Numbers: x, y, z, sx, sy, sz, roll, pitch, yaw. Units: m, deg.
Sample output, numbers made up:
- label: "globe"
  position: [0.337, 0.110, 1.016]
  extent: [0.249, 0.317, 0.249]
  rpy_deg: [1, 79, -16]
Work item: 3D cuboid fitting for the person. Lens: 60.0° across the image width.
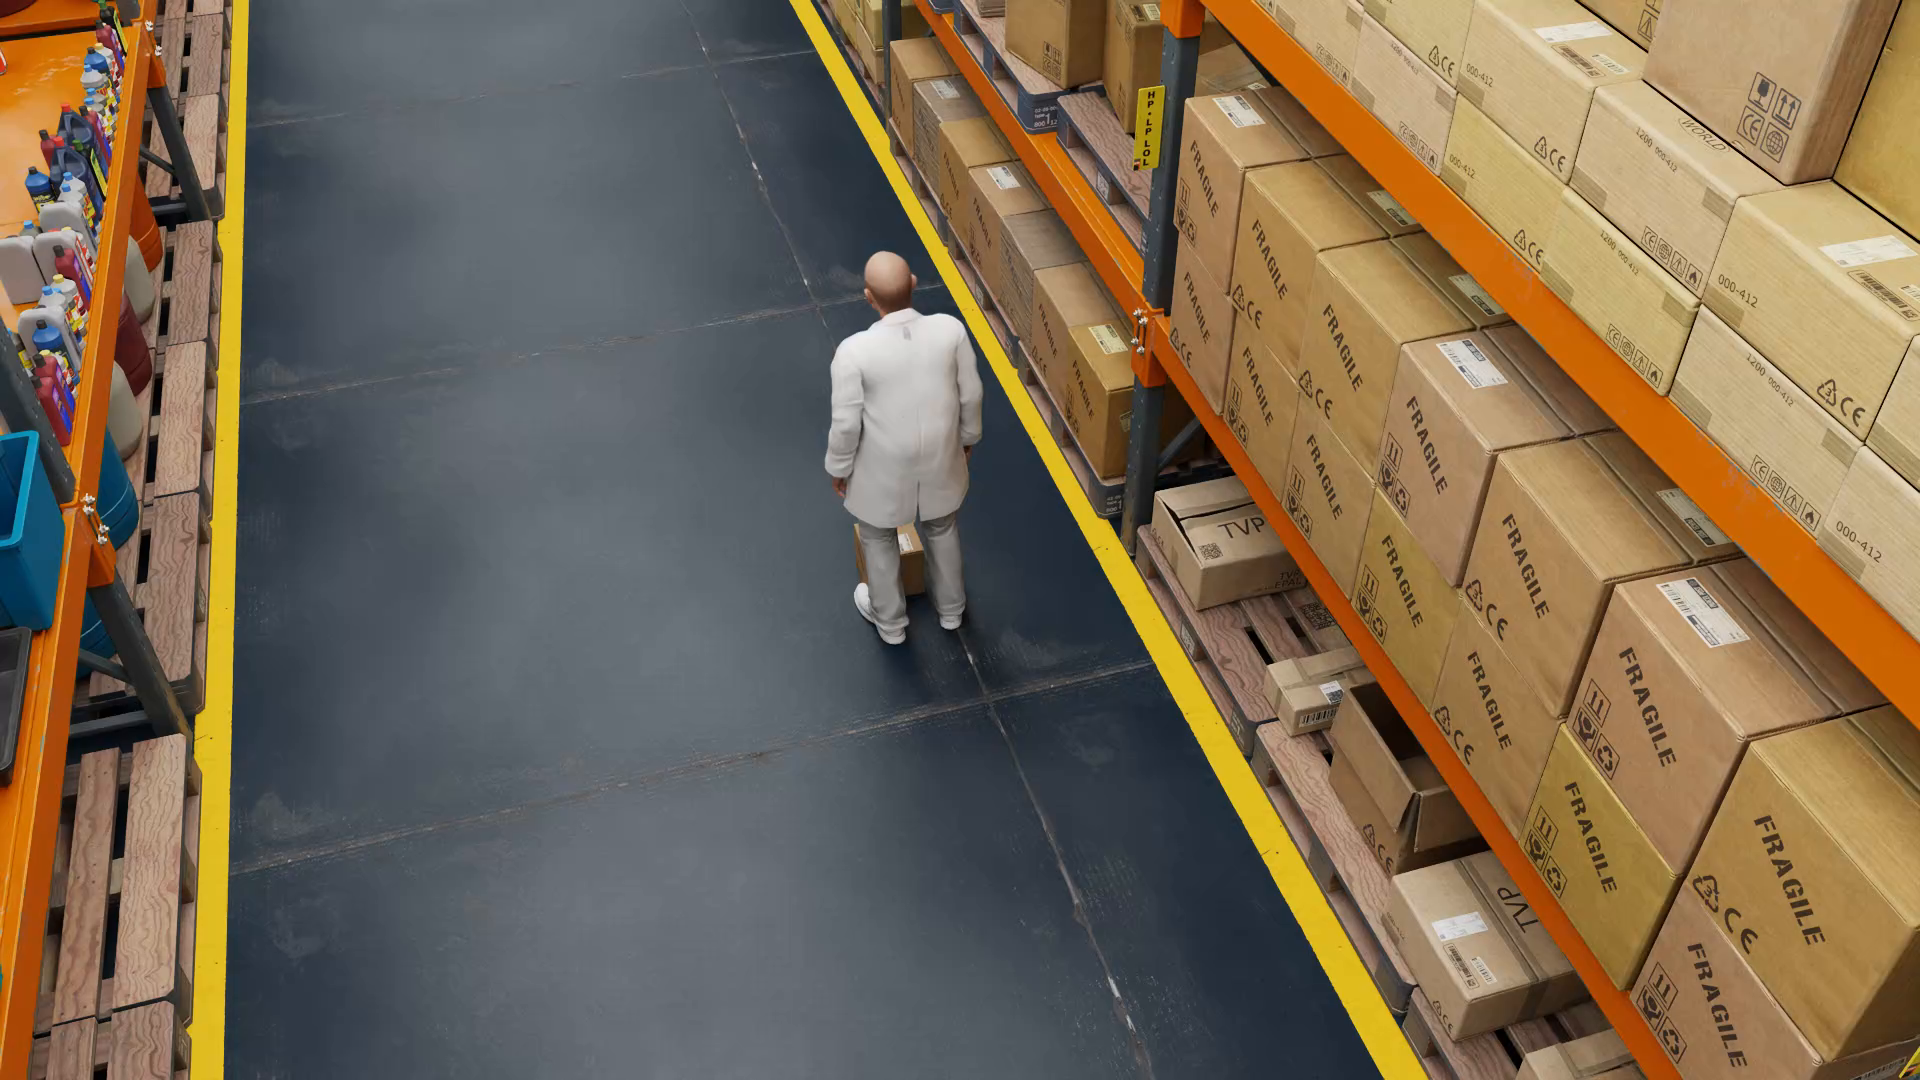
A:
- label: "person"
  position: [-0.220, -0.337, 6.550]
  extent: [0.647, 1.772, 0.428]
  rpy_deg: [-14, 44, -15]
